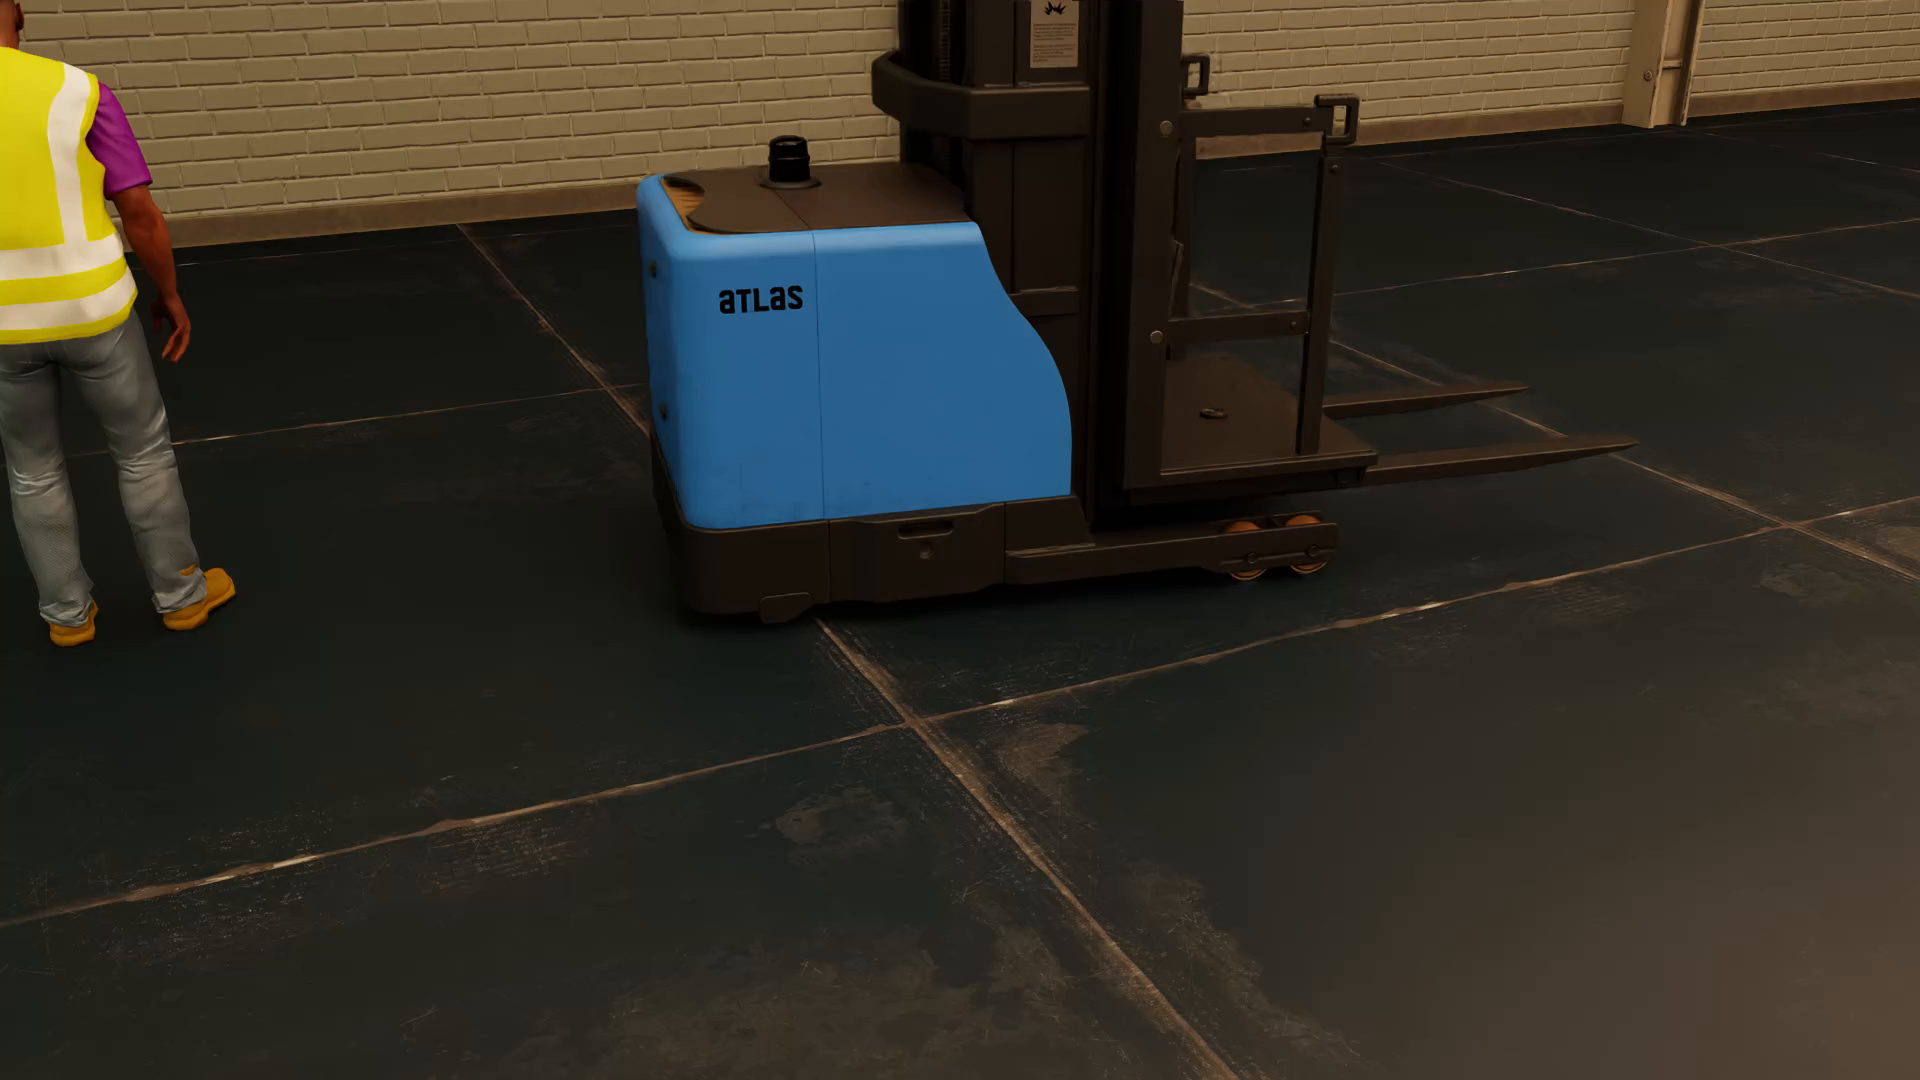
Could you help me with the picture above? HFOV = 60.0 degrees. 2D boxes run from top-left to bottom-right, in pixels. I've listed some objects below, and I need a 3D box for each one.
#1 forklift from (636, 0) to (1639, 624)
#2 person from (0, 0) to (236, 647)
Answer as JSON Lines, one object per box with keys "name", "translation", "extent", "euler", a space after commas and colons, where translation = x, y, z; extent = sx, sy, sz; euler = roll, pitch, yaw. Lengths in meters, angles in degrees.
{"name": "forklift", "translation": [0.607, -1.425, 4.717], "extent": [3.031, 2.935, 1.130], "euler": [-6, 23, -14]}
{"name": "person", "translation": [-2.310, -0.583, 4.222], "extent": [0.630, 1.759, 0.460], "euler": [-8, 24, -17]}
